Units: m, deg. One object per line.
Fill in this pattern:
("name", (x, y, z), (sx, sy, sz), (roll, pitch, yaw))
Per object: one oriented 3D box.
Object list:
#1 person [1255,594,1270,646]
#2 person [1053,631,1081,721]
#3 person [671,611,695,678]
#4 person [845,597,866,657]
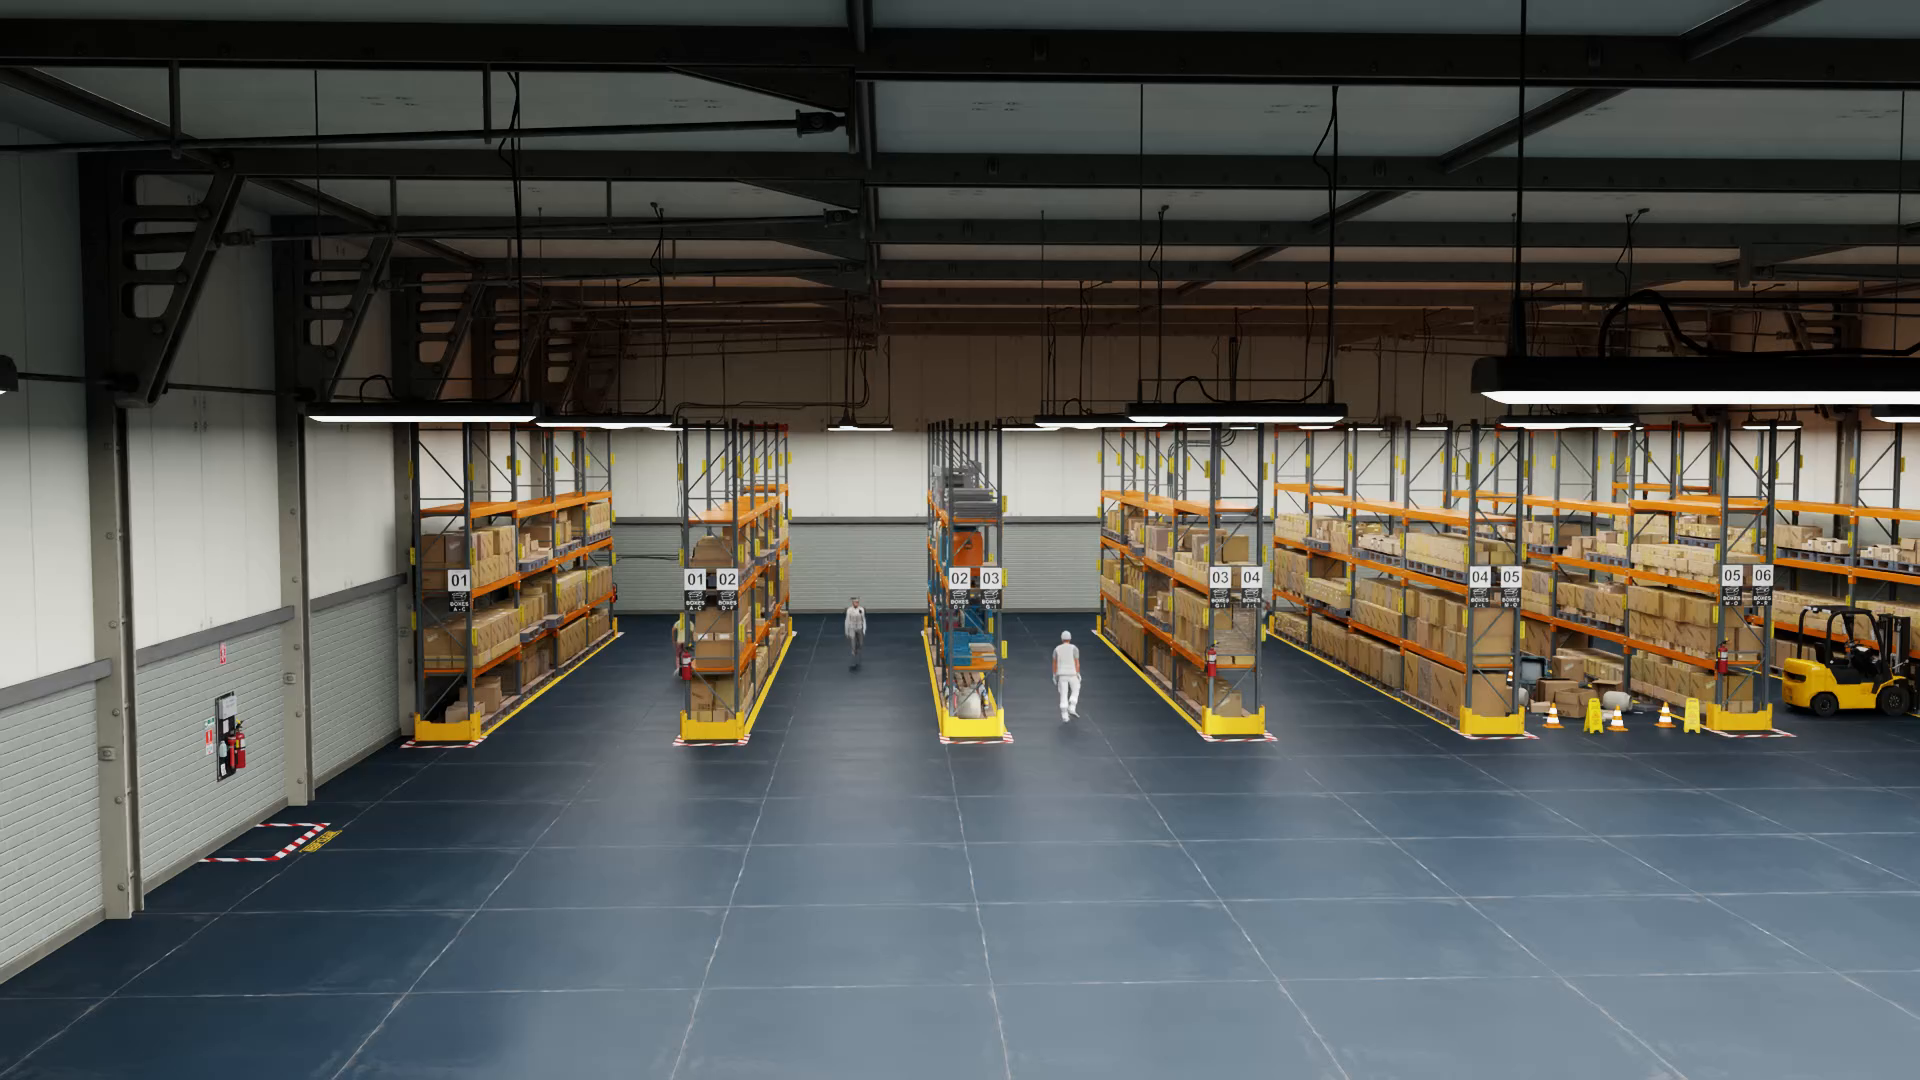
("person", (7.949, 2.029, 44.650), (0.727, 1.680, 0.638), (0, 4, 6))
("person", (2.134, 2.697, 33.125), (0.585, 1.772, 0.496), (1, 4, 12))
("person", (-6.492, 2.443, 39.114), (0.590, 1.566, 0.700), (0, 4, 0))
("person", (-2.588, 2.151, 41.059), (0.516, 1.531, 0.927), (-1, 4, -18))
